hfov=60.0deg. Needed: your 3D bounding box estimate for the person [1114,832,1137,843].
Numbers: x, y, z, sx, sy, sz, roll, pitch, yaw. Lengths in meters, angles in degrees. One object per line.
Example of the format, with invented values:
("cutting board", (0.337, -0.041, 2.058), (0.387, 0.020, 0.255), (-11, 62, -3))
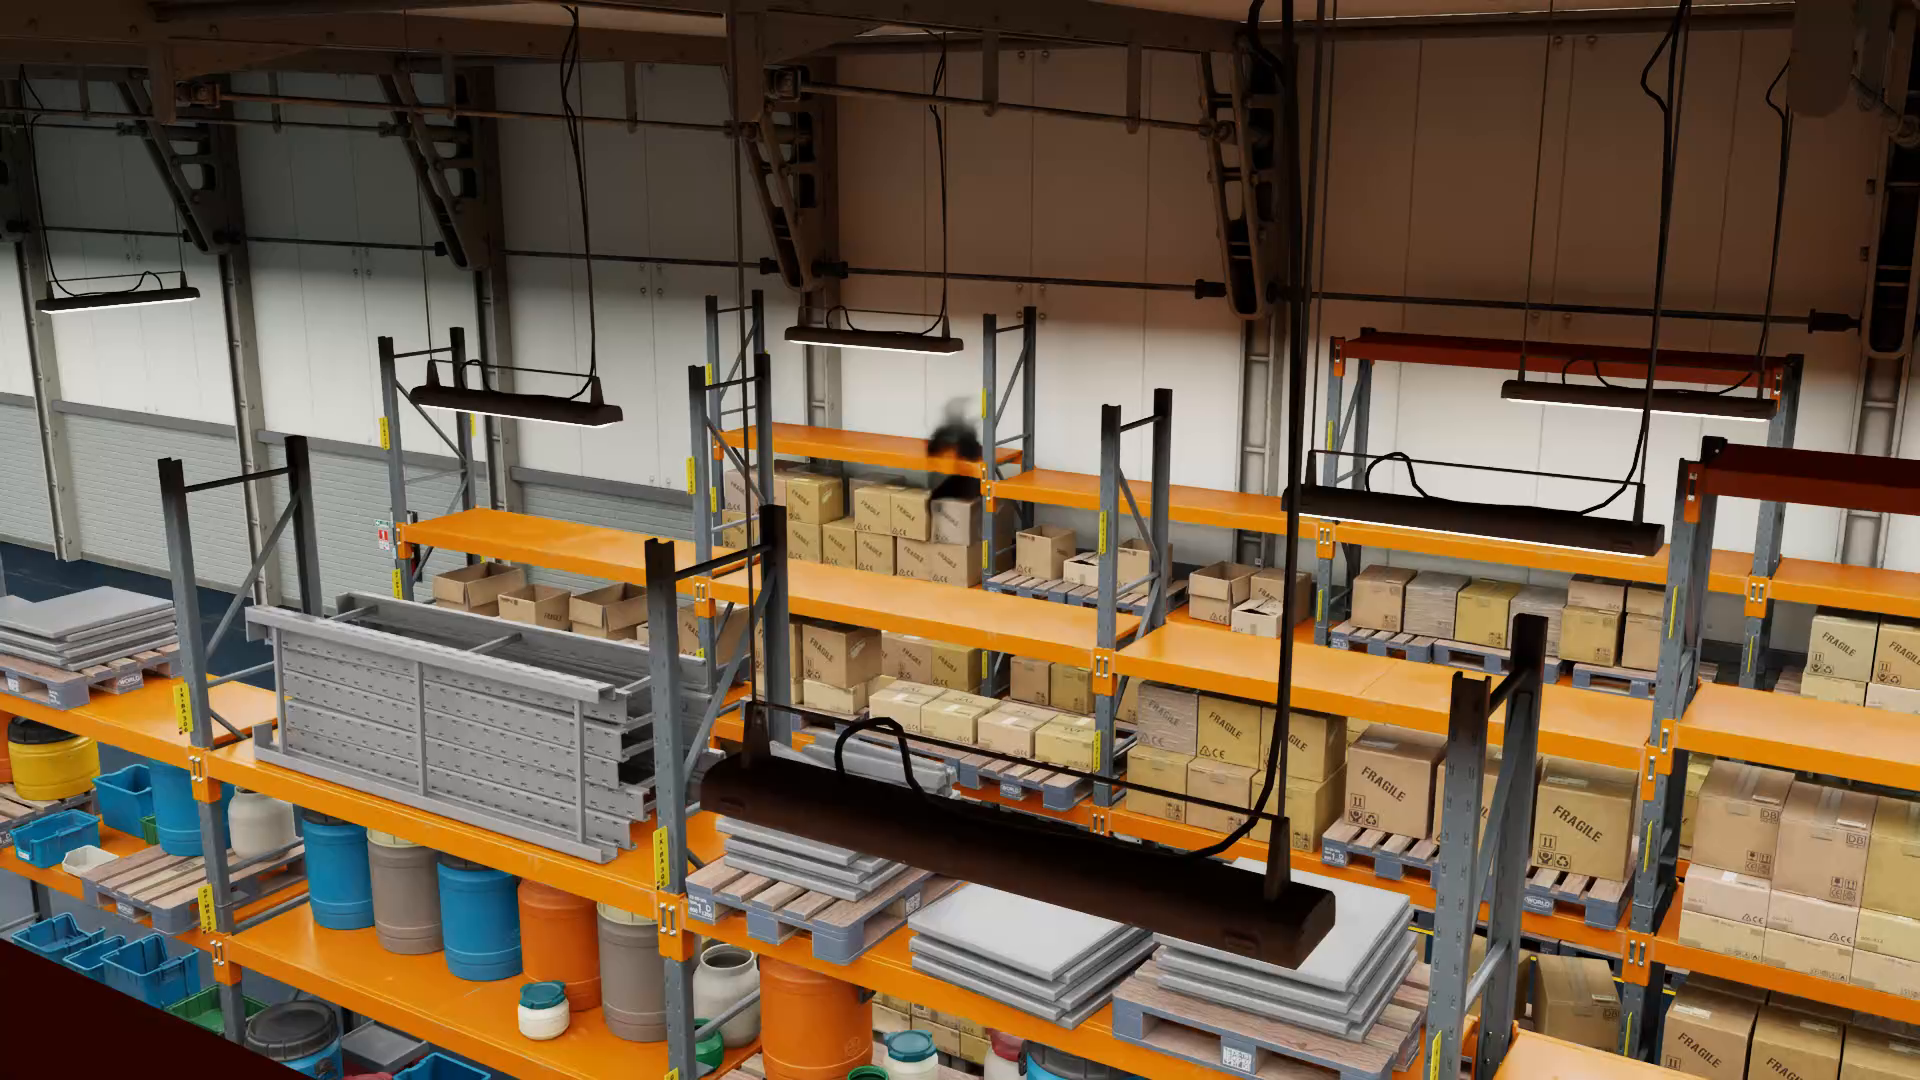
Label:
("person", (1.472, 3.494, 15.676), (0.566, 1.649, 0.611), (7, 16, 27))
